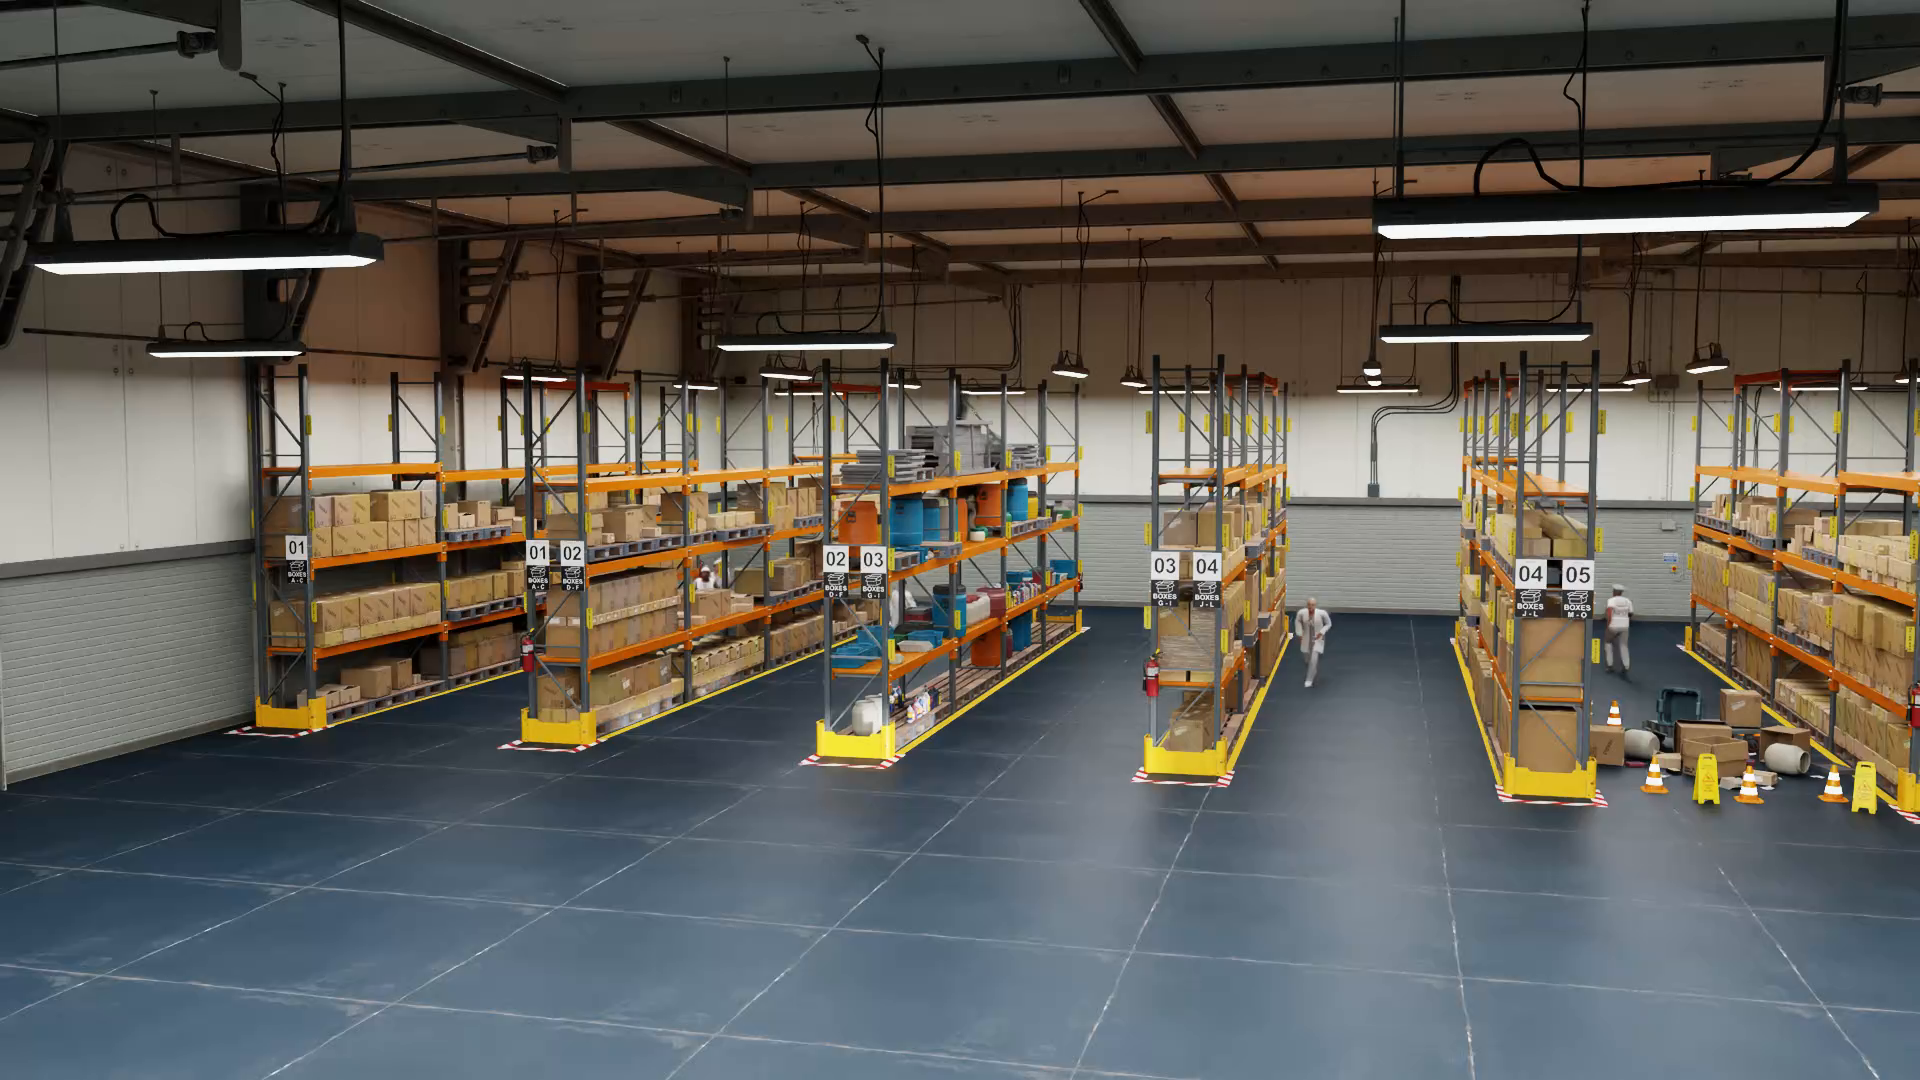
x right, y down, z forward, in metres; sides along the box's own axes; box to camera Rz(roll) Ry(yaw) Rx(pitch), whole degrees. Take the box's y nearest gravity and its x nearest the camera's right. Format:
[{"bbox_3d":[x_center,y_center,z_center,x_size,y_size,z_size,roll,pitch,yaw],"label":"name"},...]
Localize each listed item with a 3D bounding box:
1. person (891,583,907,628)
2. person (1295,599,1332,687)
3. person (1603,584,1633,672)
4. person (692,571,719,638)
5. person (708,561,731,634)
[{"bbox_3d":[-1.275,1.592,34.971,0.347,1.546,0.534,1,4,17],"label":"person"},{"bbox_3d":[6.817,1.958,32.091,0.707,1.719,0.822,1,4,17],"label":"person"},{"bbox_3d":[13.302,1.813,33.608,0.600,1.834,0.853,0,4,5],"label":"person"},{"bbox_3d":[-5.854,1.476,38.128,0.671,1.669,0.693,0,4,-3],"label":"person"},{"bbox_3d":[-5.837,1.374,40.101,0.628,1.750,0.677,0,4,3],"label":"person"}]
